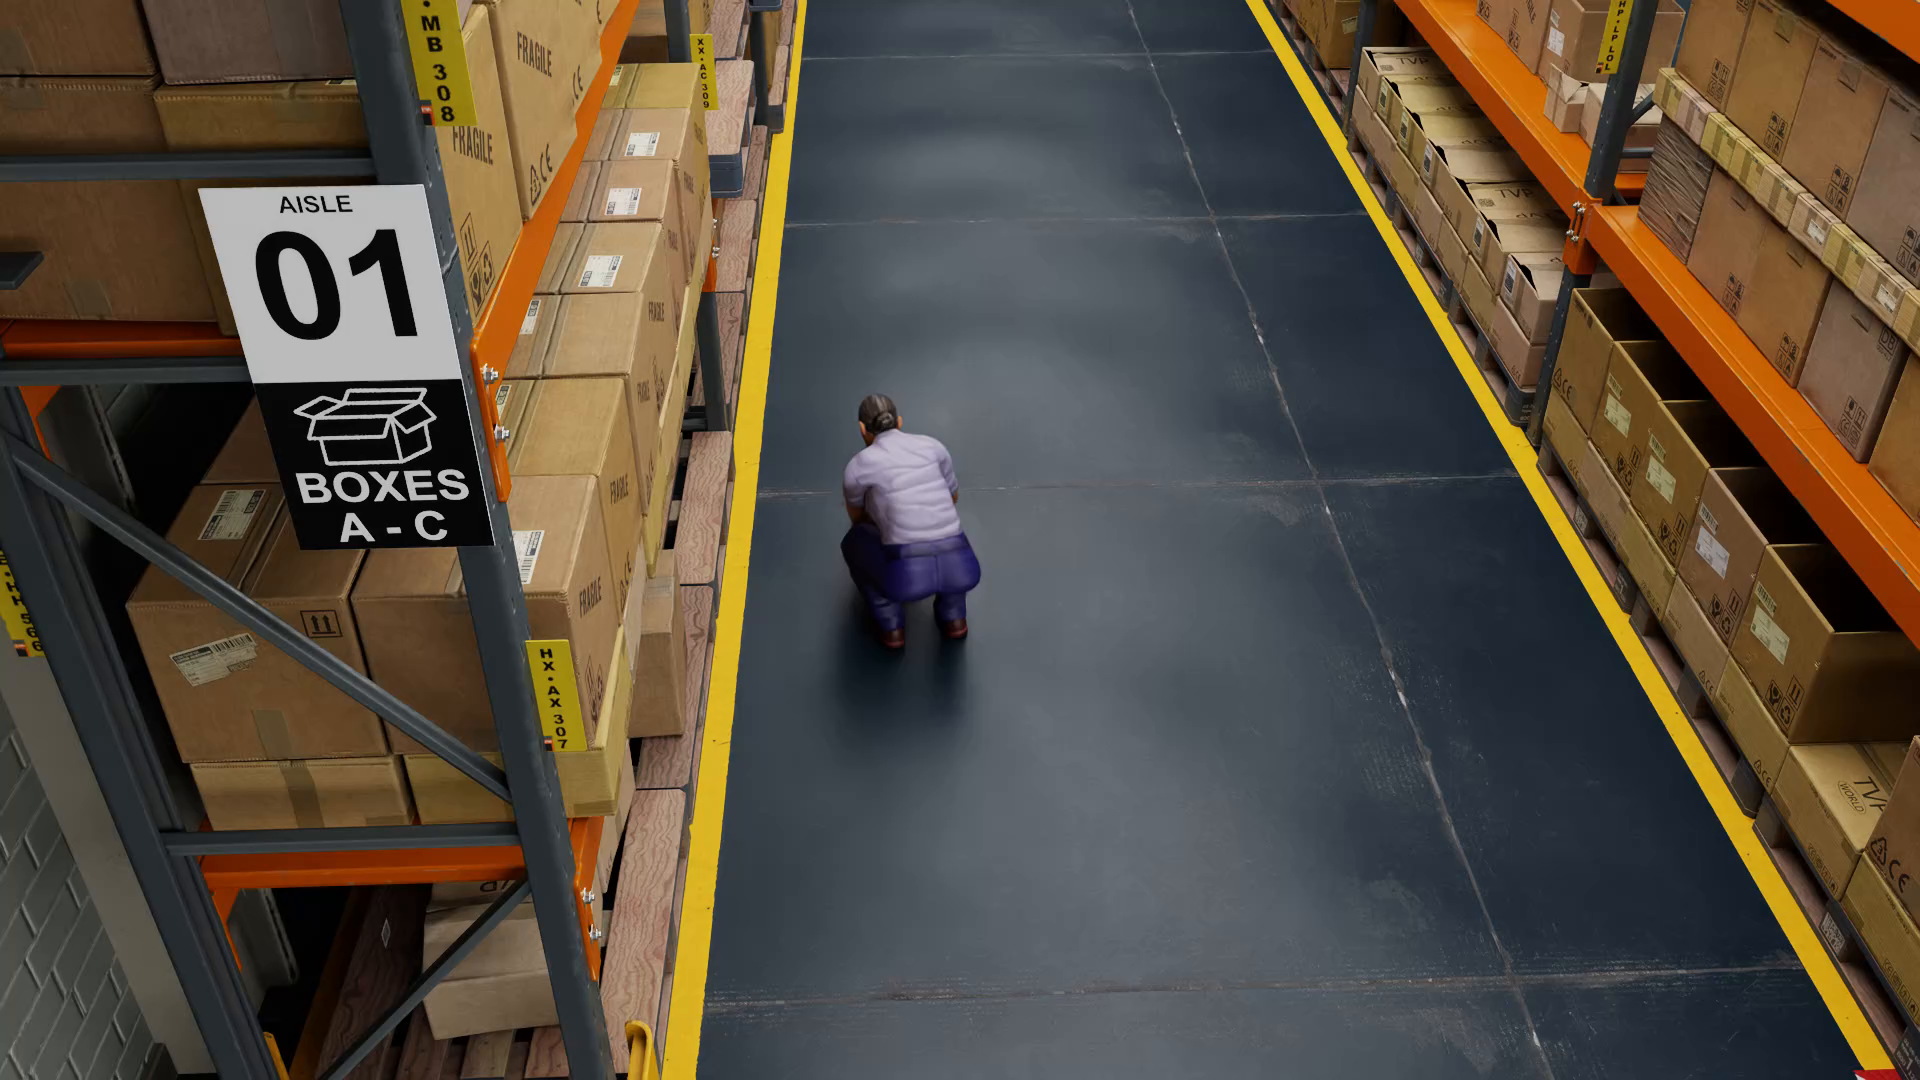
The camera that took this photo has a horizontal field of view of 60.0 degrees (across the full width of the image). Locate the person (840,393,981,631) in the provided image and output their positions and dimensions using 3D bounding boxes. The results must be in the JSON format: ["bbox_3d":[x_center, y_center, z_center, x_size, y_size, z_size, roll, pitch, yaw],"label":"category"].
[{"bbox_3d":[-0.228,-0.131,6.940,0.504,0.894,0.752,-10,37,-14],"label":"person"}]
